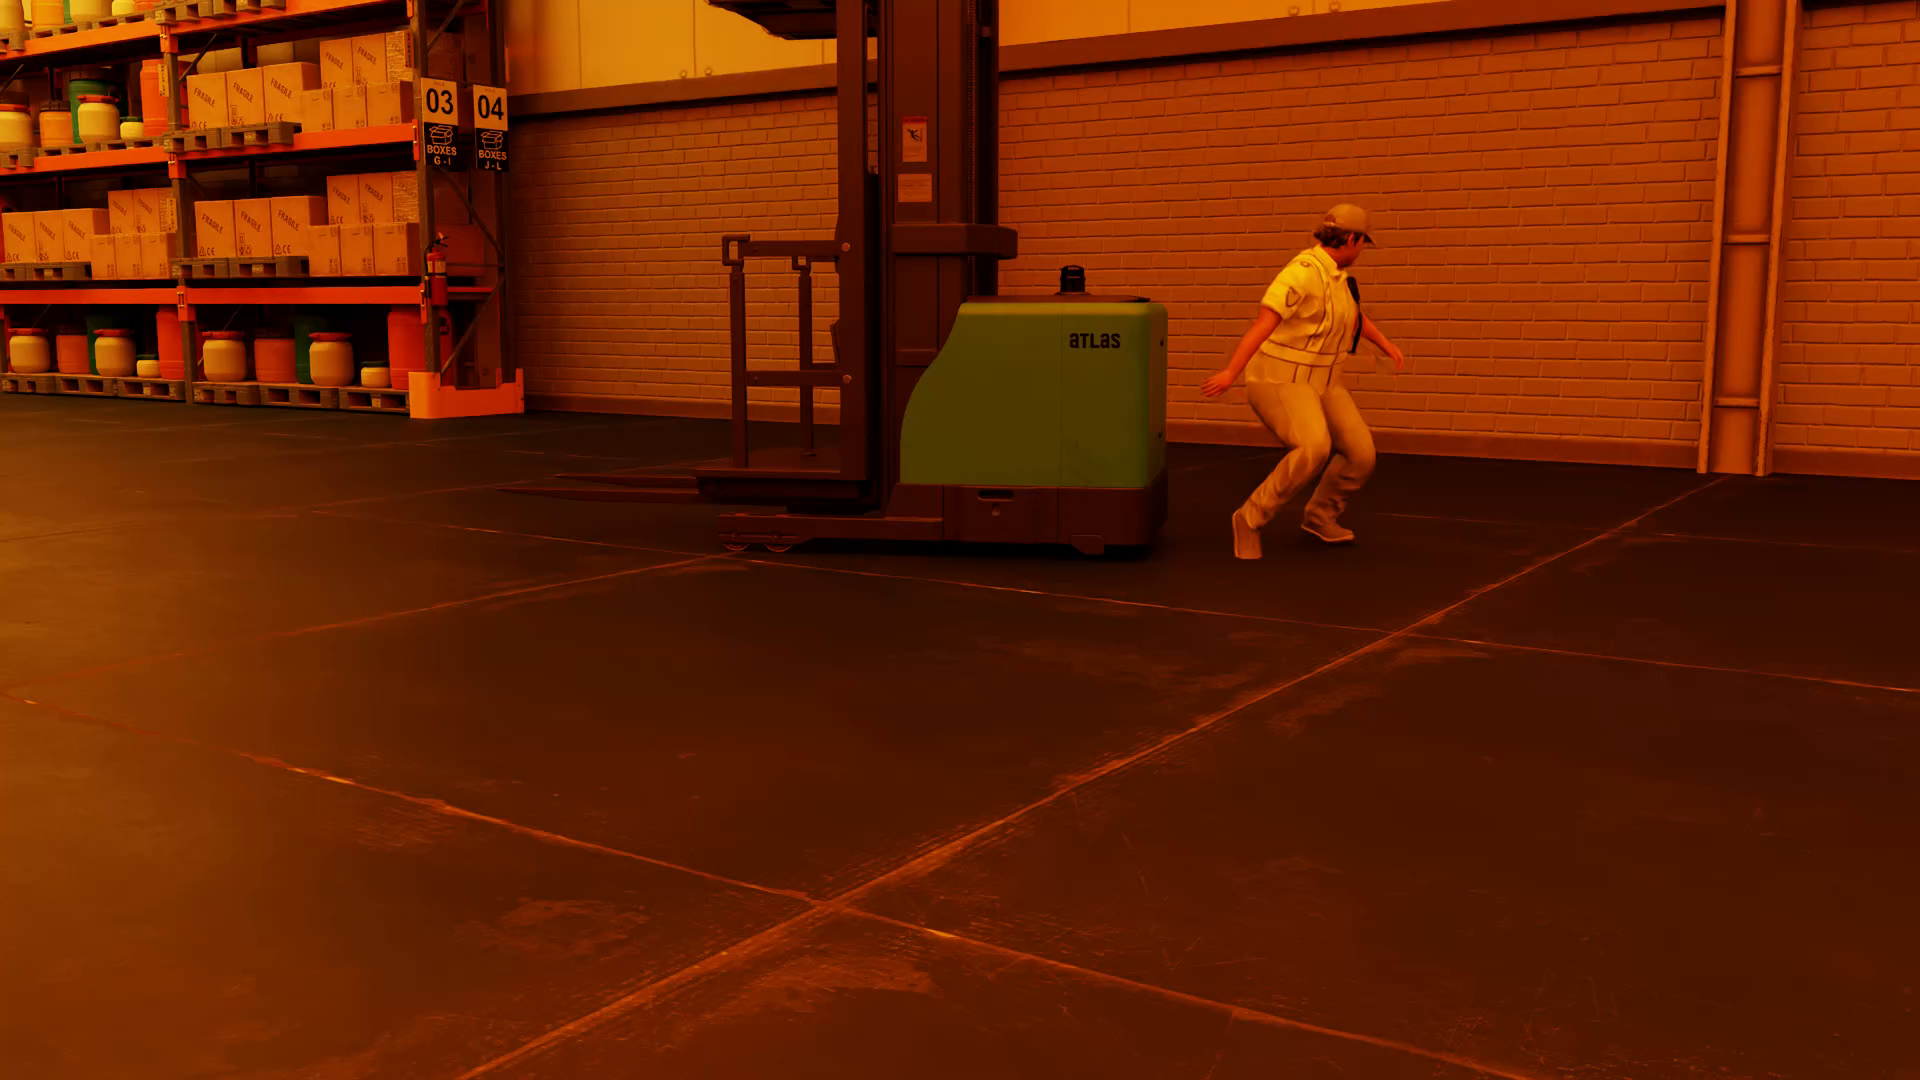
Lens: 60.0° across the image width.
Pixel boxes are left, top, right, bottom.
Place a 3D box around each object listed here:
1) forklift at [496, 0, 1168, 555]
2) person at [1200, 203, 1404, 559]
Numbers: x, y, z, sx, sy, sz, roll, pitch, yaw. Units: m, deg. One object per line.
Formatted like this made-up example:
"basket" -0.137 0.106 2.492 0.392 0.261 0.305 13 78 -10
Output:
"forklift" -0.596 -1.469 7.520 3.031 2.935 1.130 2 8 12
"person" 1.462 -0.644 7.135 0.520 1.568 0.936 8 11 43
